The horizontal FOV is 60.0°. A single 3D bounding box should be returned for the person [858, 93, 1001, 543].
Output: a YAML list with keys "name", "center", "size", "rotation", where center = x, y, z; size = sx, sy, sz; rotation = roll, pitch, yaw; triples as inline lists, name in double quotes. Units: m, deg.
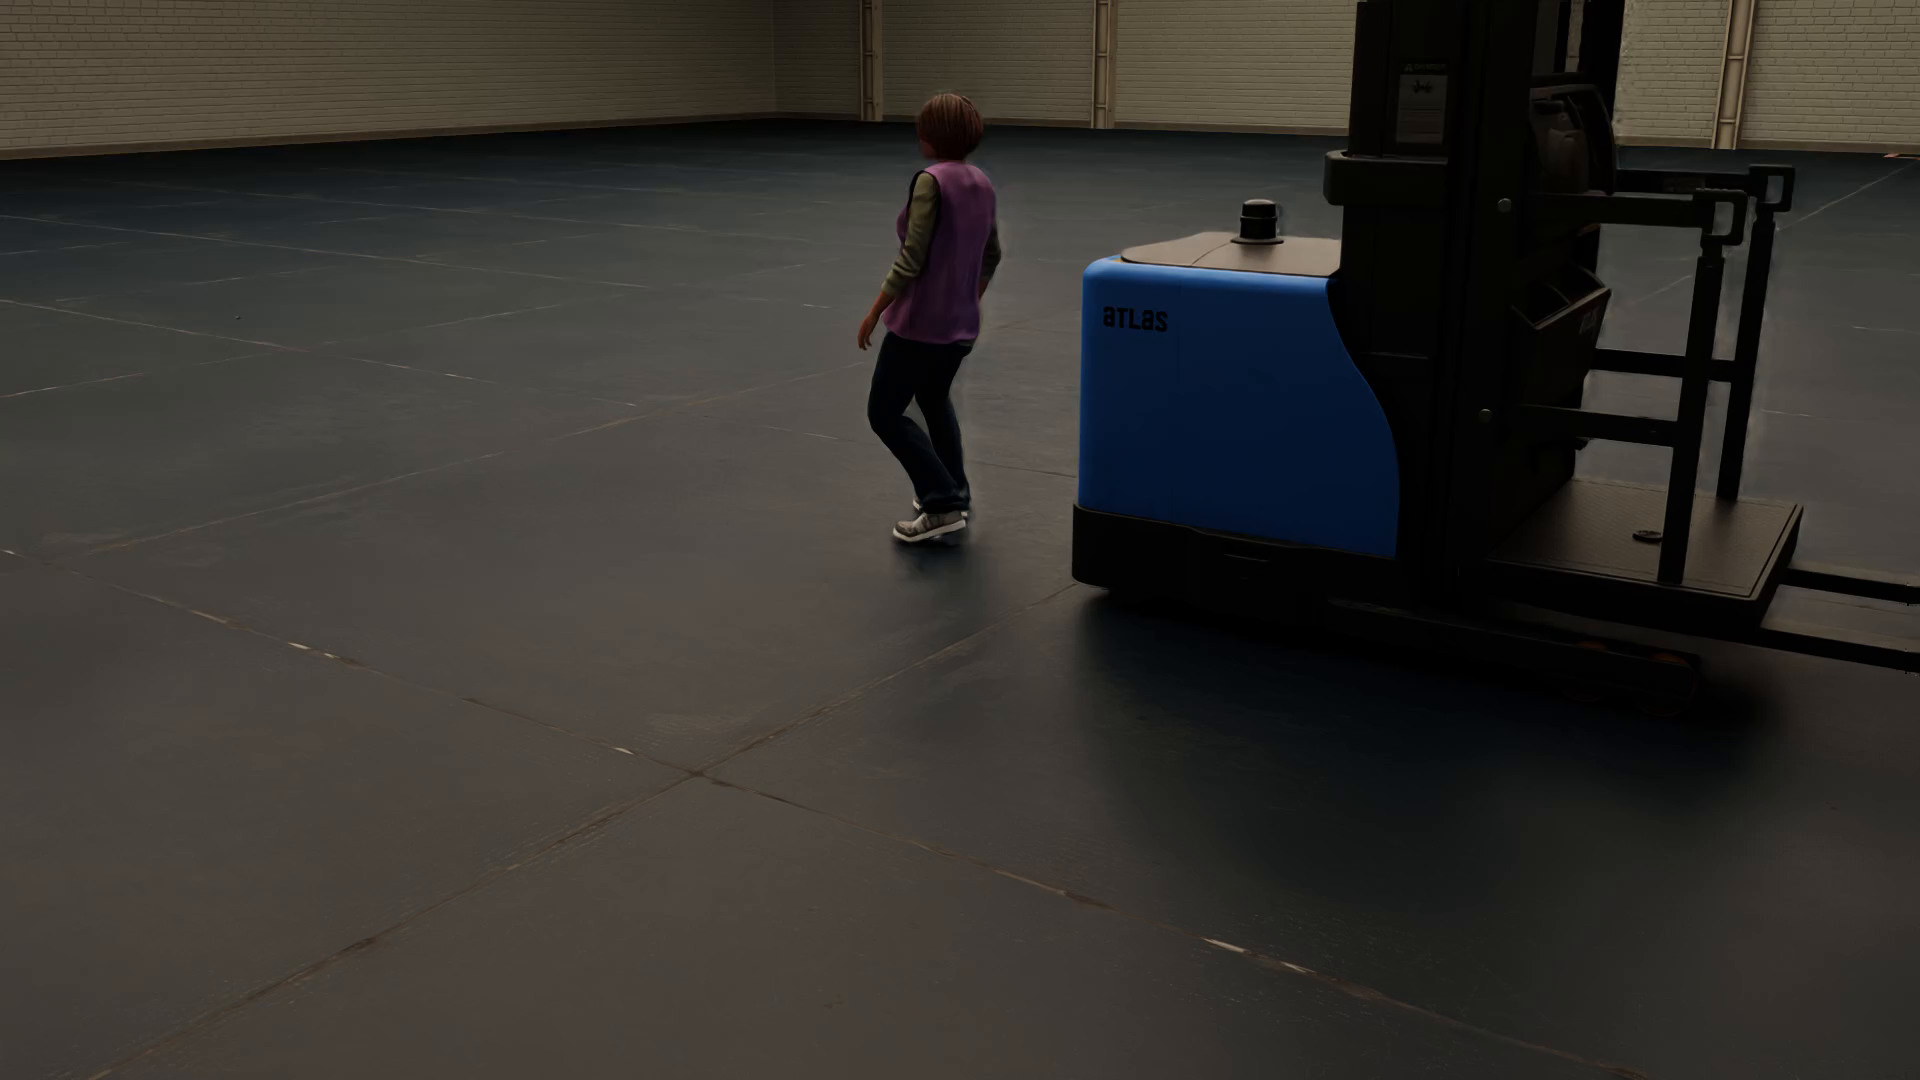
- name: "person"
  center: [-0.116, -0.772, 5.827]
  size: [0.487, 1.541, 0.600]
  rotation: [13, 21, 36]

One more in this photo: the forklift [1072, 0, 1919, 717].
- name: "forklift"
  center: [1.882, -1.111, 4.546]
  size: [3.031, 2.935, 1.130]
  rotation: [10, 19, 30]
